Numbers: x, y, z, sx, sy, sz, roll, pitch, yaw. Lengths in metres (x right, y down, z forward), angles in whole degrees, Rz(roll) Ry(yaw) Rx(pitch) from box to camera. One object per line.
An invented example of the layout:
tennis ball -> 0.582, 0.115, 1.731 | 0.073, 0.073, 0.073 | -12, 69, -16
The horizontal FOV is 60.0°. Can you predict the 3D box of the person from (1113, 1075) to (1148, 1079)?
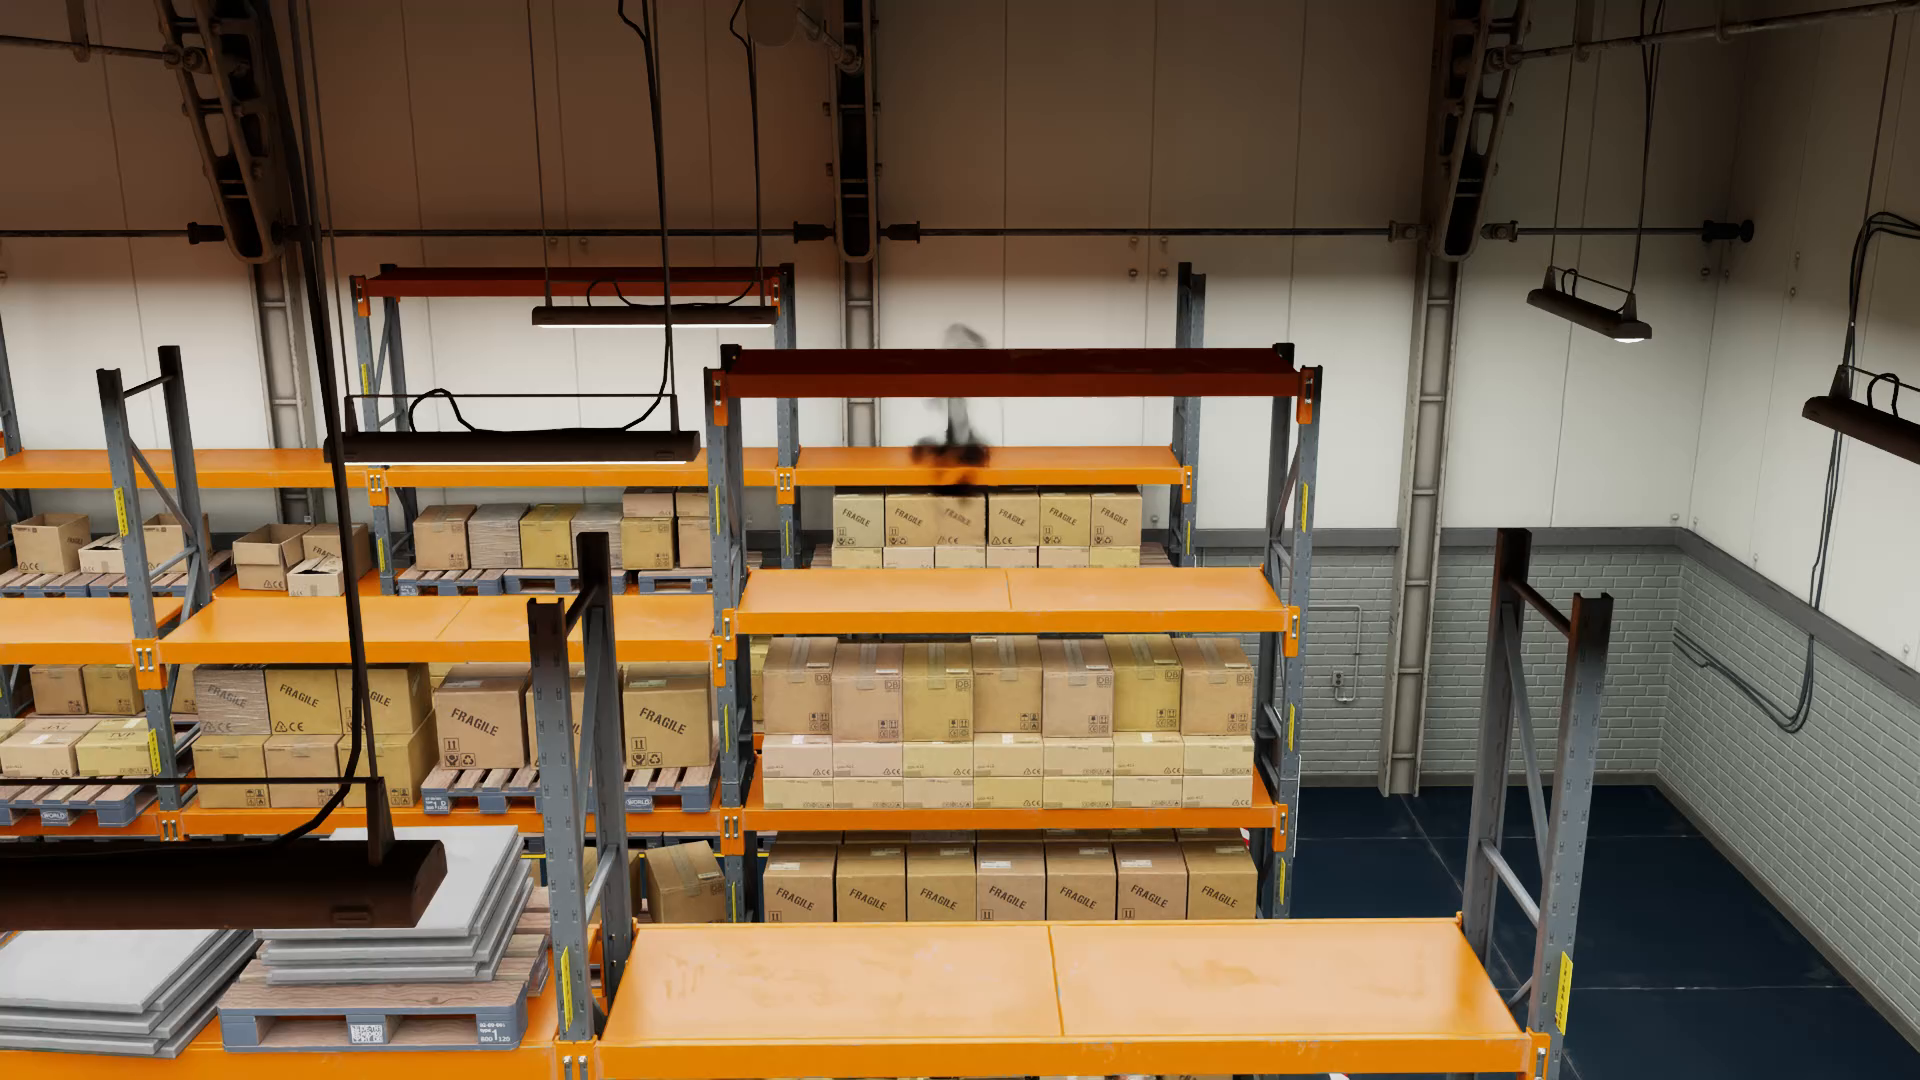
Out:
person -> 1.241, 4.143, 11.190 | 0.799, 1.757, 0.676 | 2, 16, 6
